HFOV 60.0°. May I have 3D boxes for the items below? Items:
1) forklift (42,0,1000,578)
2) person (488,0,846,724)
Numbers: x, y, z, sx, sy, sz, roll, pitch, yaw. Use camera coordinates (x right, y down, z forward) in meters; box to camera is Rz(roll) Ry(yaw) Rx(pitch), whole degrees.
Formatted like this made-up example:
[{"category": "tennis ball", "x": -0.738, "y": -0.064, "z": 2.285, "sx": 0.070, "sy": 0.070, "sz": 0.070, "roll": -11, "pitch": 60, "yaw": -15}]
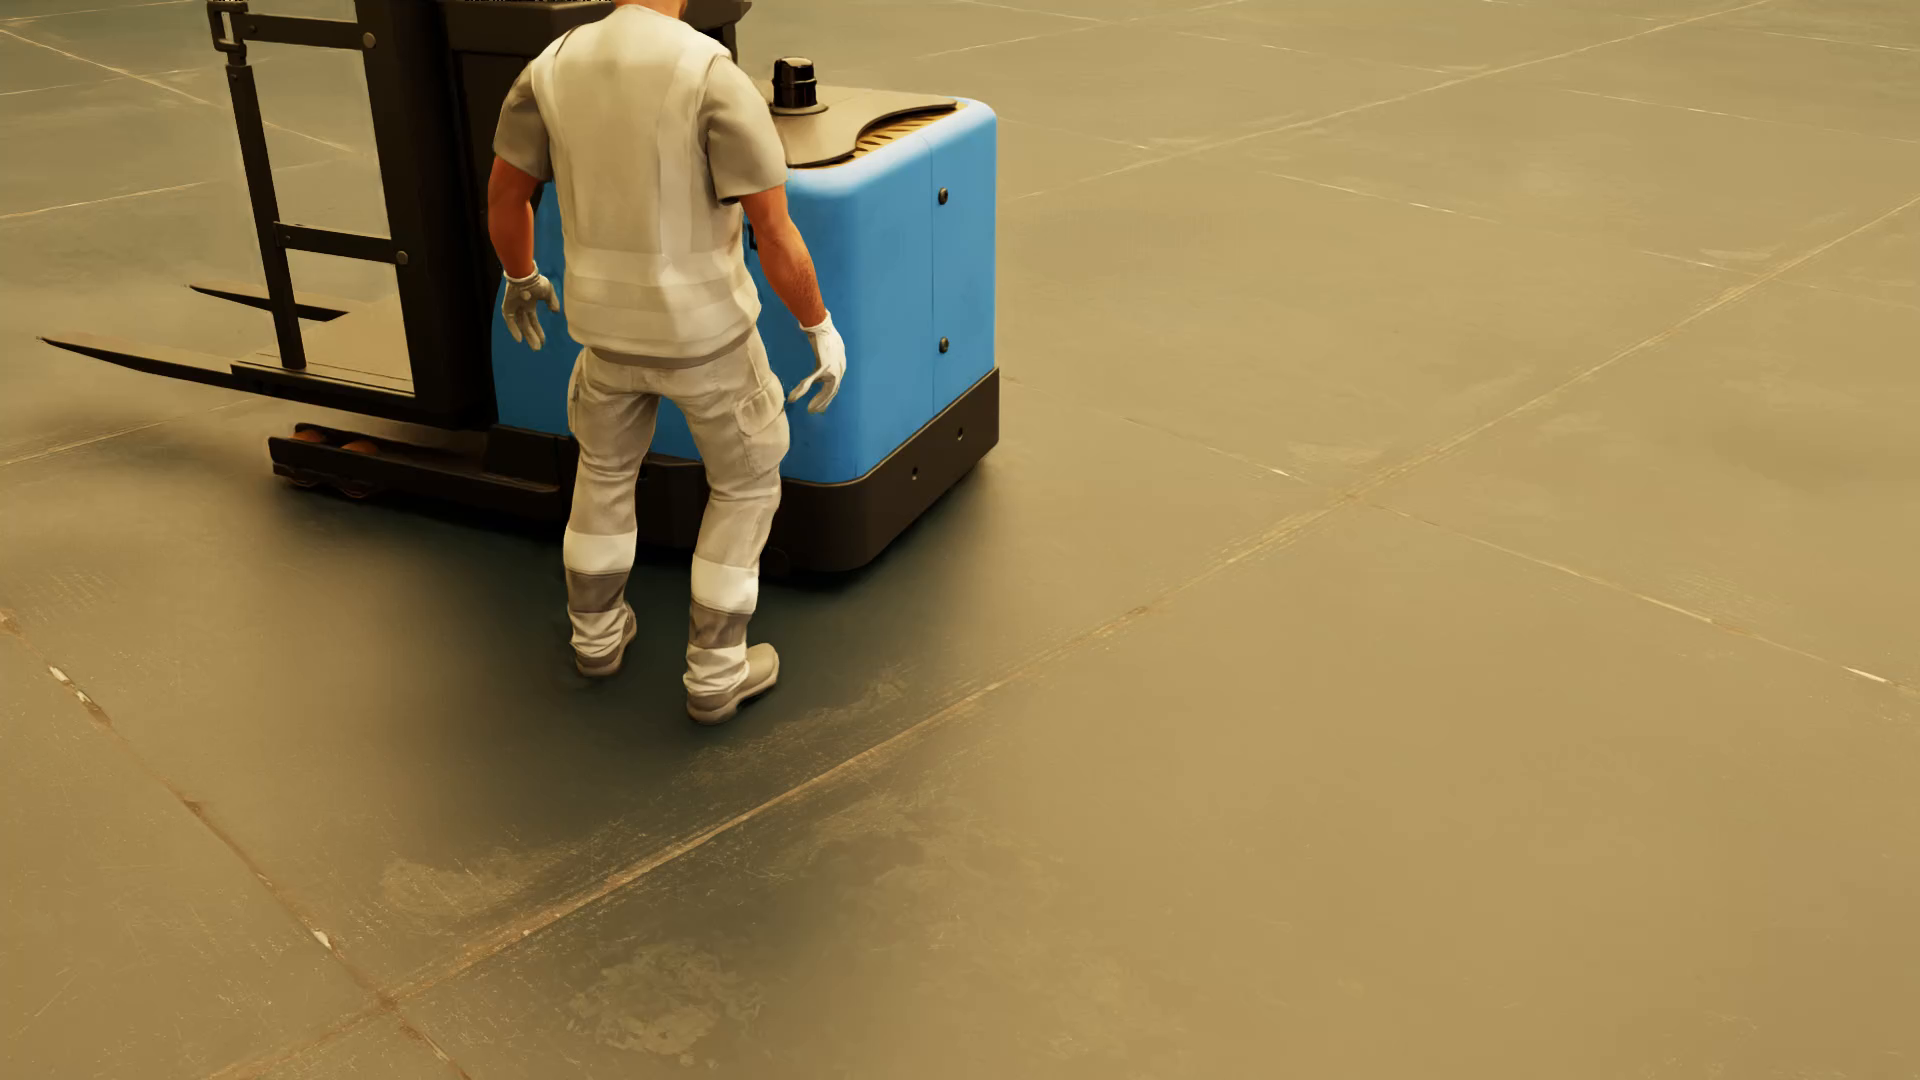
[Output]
[{"category": "forklift", "x": -1.447, "y": -1.635, "z": 4.547, "sx": 3.031, "sy": 2.935, "sz": 1.130, "roll": 11, "pitch": 28, "yaw": 21}, {"category": "person", "x": -0.618, "y": -0.462, "z": 3.502, "sx": 0.815, "sy": 1.754, "sz": 0.398, "roll": 9, "pitch": 28, "yaw": 18}]
